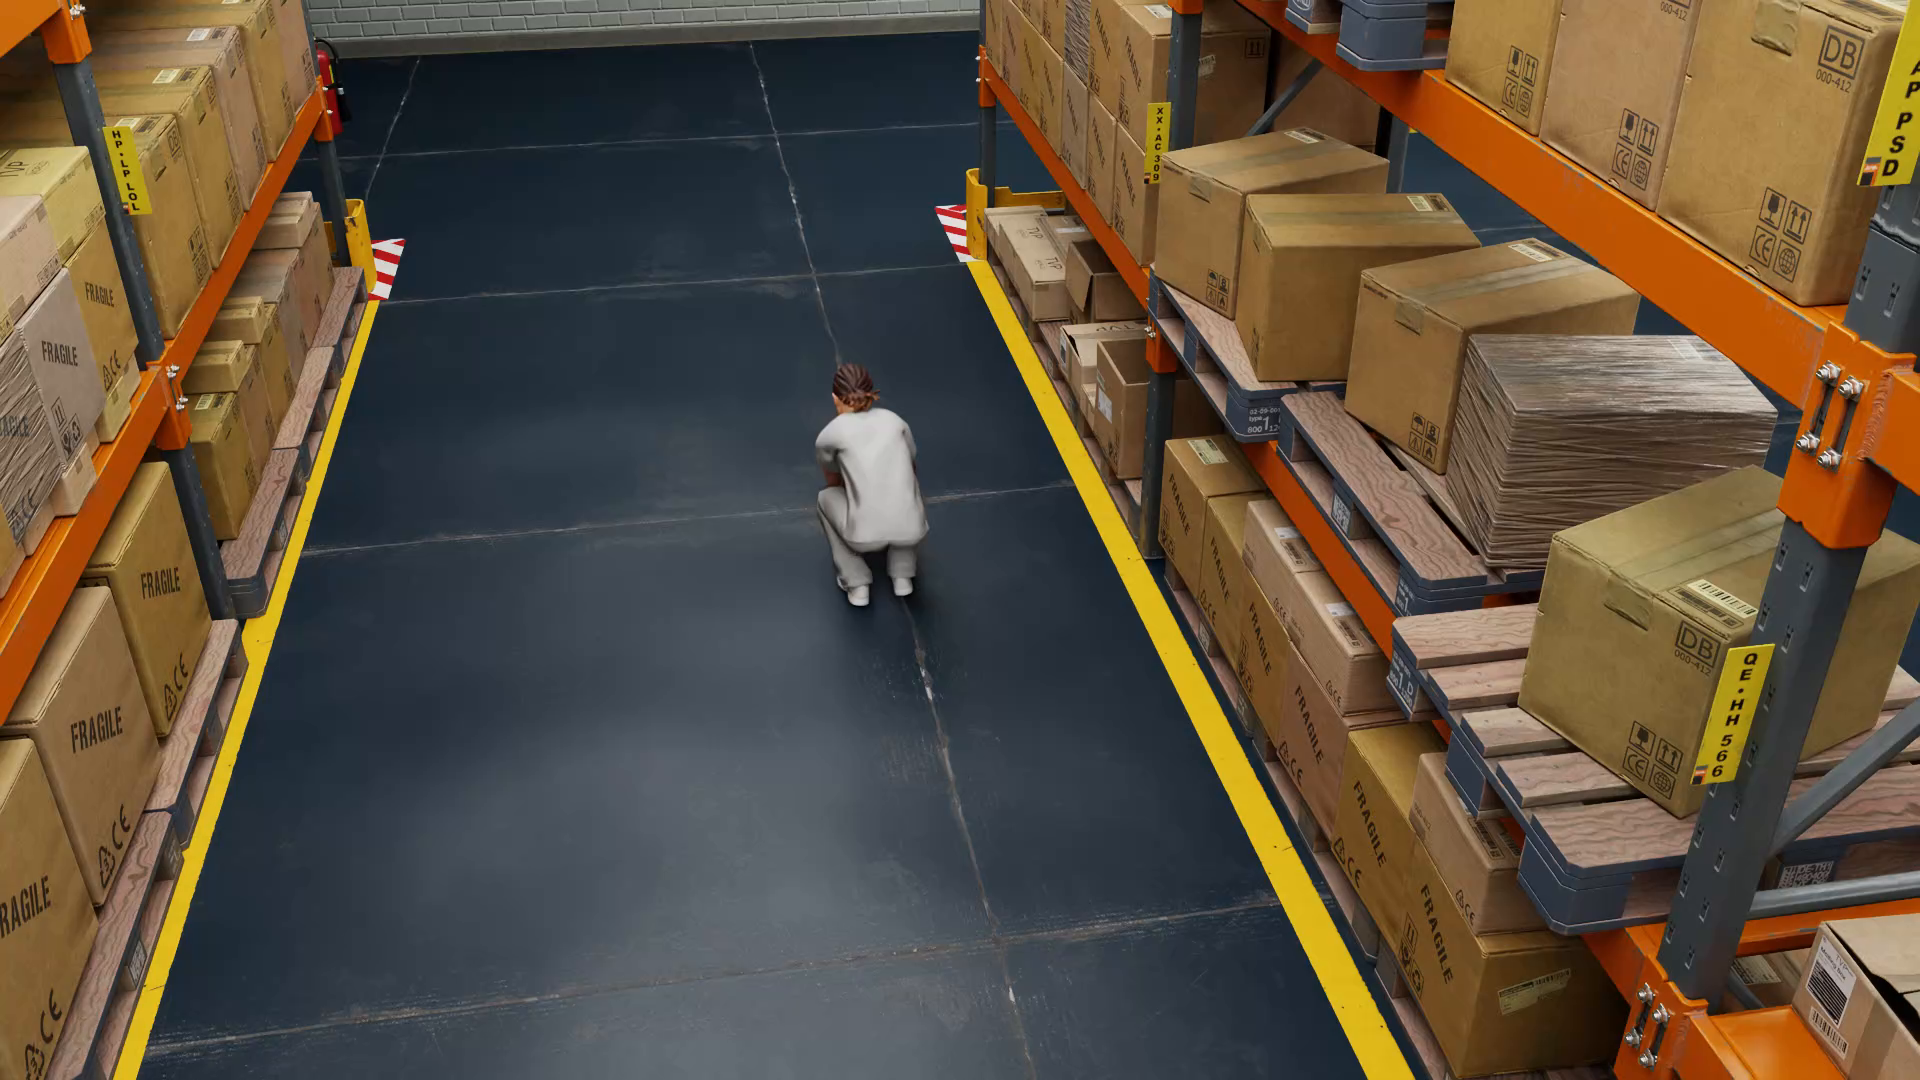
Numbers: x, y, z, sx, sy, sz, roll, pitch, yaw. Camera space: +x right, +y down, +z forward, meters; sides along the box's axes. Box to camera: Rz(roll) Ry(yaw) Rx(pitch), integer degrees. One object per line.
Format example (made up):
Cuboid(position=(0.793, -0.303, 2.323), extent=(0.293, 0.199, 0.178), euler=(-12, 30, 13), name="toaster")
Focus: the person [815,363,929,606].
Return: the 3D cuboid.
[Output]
Cuboid(position=(-0.393, -0.257, 7.290), extent=(0.467, 0.943, 0.807), euler=(-6, 31, -9), name="person")
